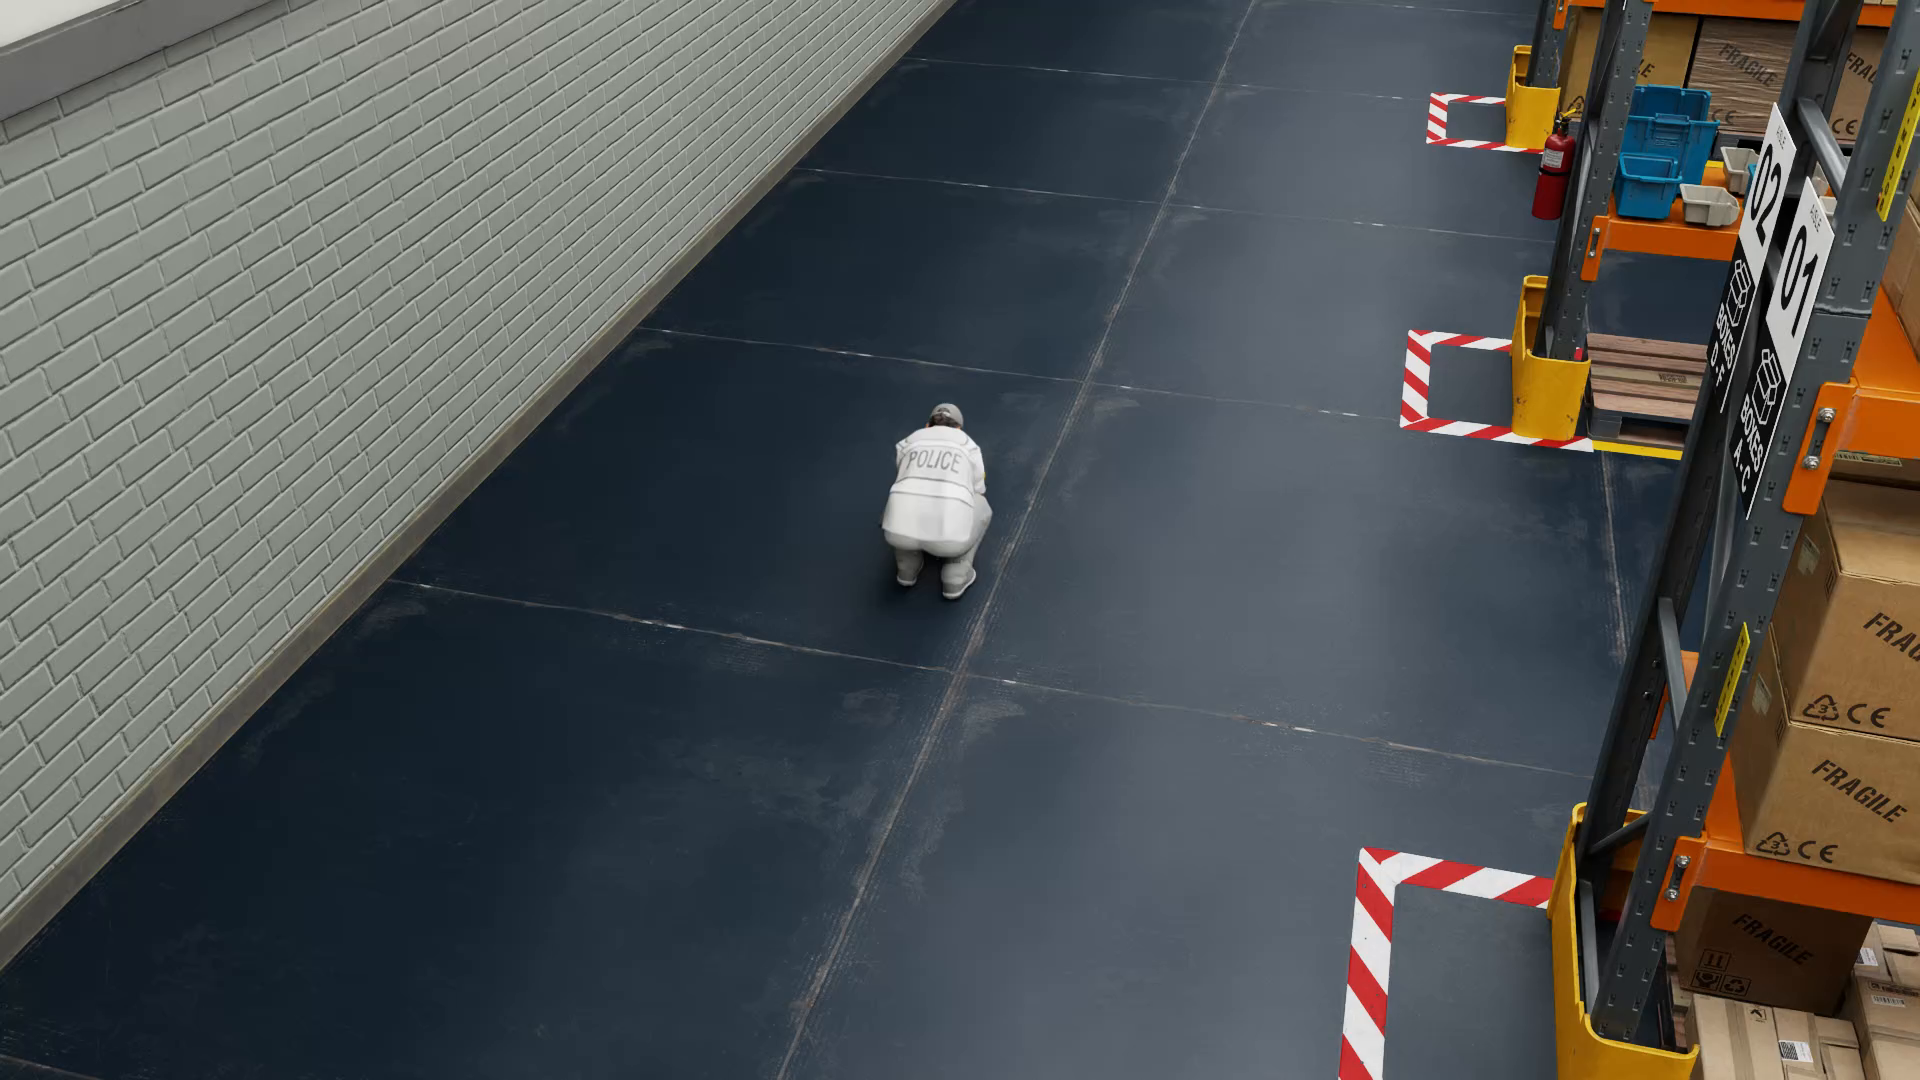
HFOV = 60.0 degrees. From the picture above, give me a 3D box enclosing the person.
[{"bbox_3d":[-0.107,-0.155,8.280,0.506,0.798,0.907,8,34,12],"label":"person"}]
